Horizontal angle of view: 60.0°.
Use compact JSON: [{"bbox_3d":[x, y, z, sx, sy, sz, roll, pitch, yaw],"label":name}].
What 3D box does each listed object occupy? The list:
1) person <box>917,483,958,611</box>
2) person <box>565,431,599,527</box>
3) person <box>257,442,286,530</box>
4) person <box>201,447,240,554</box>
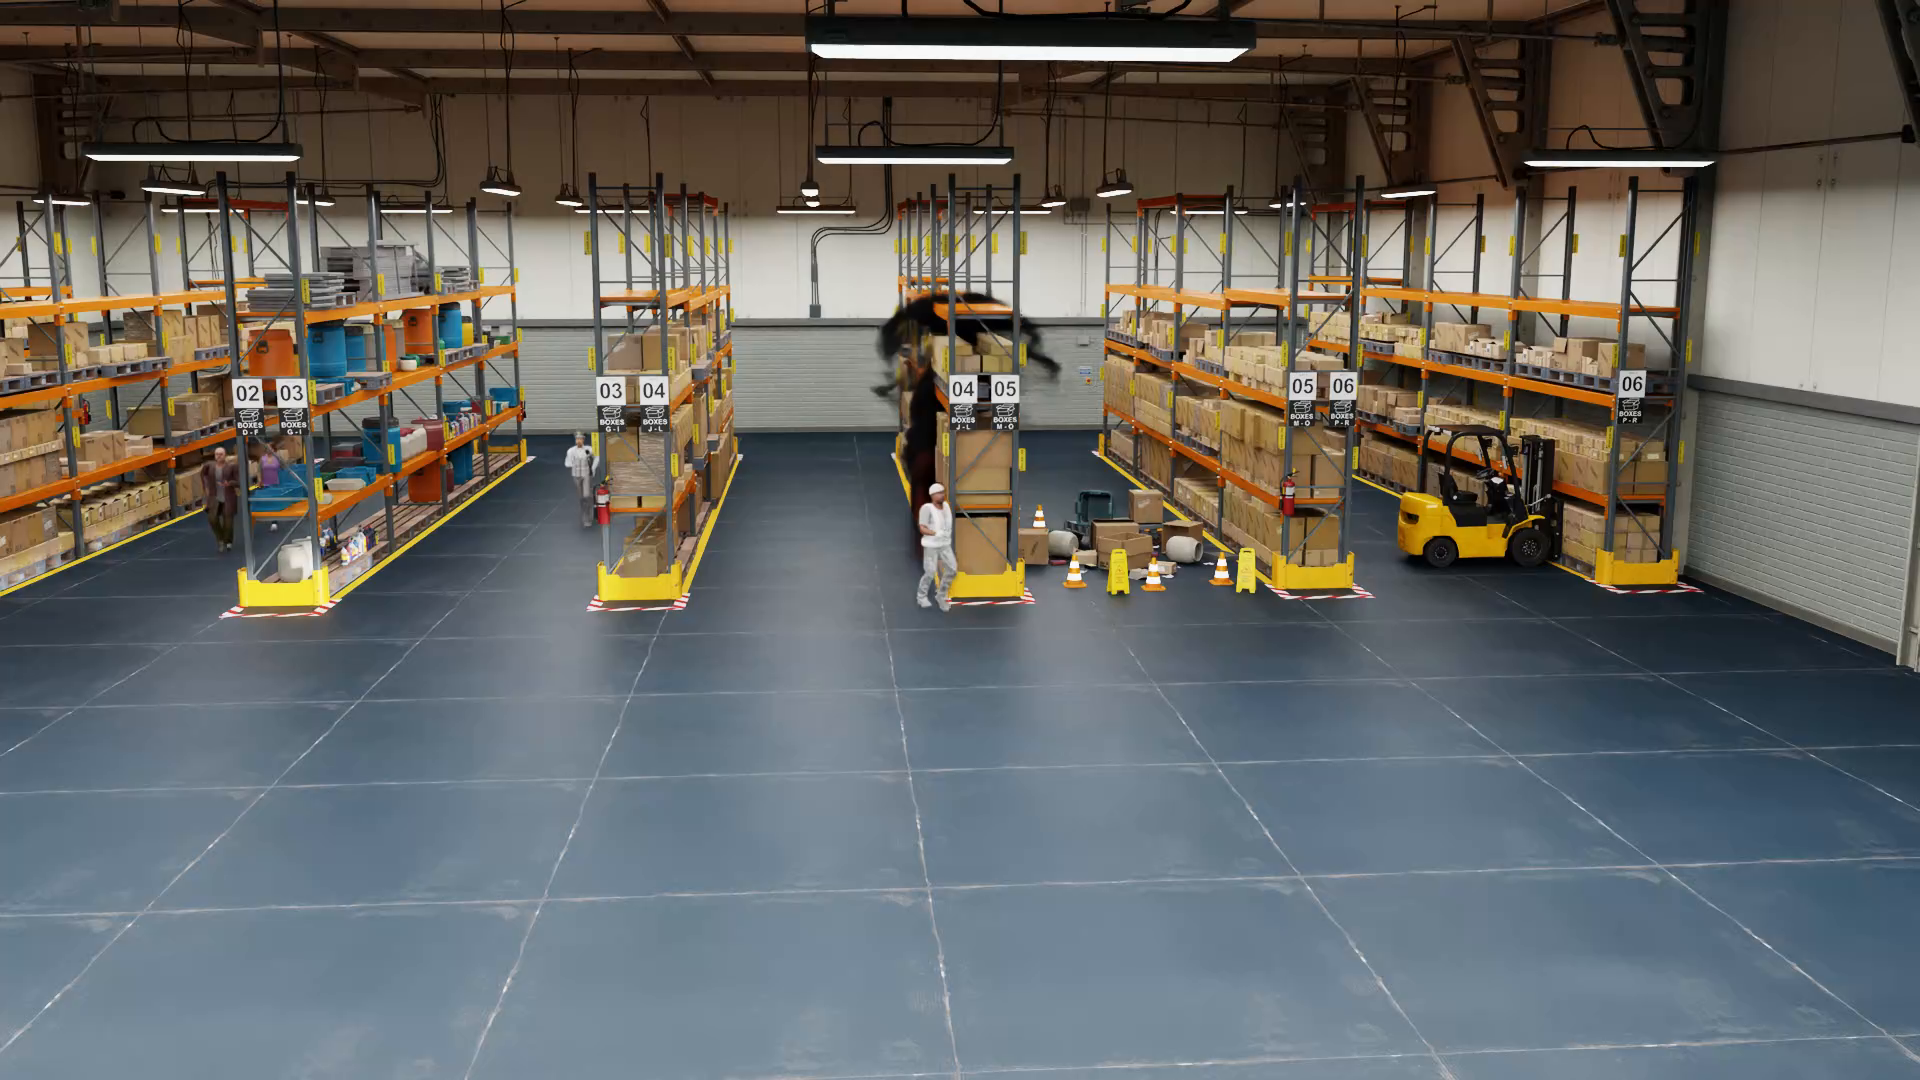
[{"bbox_3d":[-0.285,0.117,23.008,0.709,1.823,0.717,-9,13,-41],"label":"person"},{"bbox_3d":[-6.854,-1.112,30.178,0.594,1.753,0.753,0,10,-2],"label":"person"},{"bbox_3d":[-12.310,-0.976,29.819,0.536,1.563,0.576,-2,10,-11],"label":"person"},{"bbox_3d":[-12.125,-0.650,27.338,0.691,1.763,0.799,-2,10,-12],"label":"person"}]
